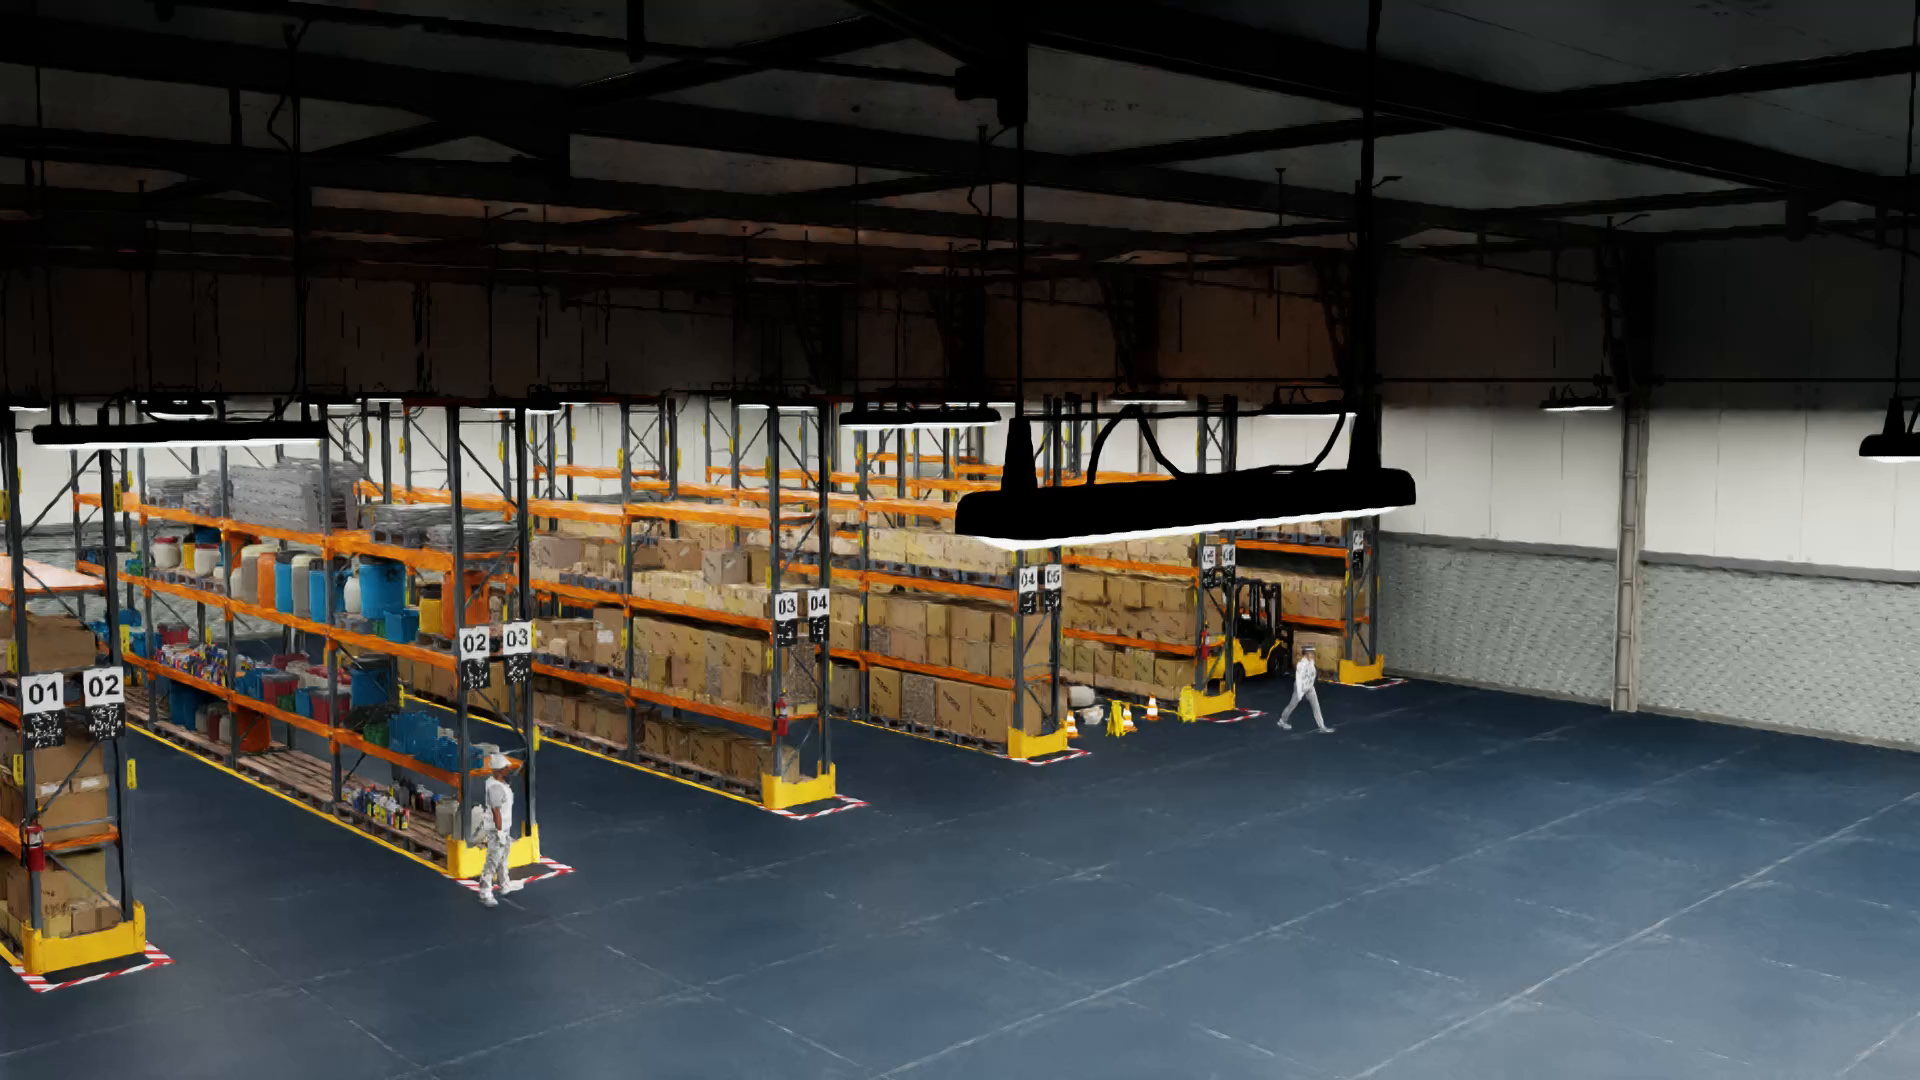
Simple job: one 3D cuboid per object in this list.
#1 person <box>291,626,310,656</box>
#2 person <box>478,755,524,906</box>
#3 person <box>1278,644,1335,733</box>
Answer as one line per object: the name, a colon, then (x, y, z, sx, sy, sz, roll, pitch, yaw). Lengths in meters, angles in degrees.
person: (-14.933, 1.905, 37.481, 0.520, 1.618, 0.943, -2, 6, -21)
person: (-5.594, 3.477, 20.192, 0.507, 1.781, 0.704, -1, 6, -12)
person: (6.186, 2.643, 29.786, 0.495, 1.589, 1.086, -5, 7, -40)
